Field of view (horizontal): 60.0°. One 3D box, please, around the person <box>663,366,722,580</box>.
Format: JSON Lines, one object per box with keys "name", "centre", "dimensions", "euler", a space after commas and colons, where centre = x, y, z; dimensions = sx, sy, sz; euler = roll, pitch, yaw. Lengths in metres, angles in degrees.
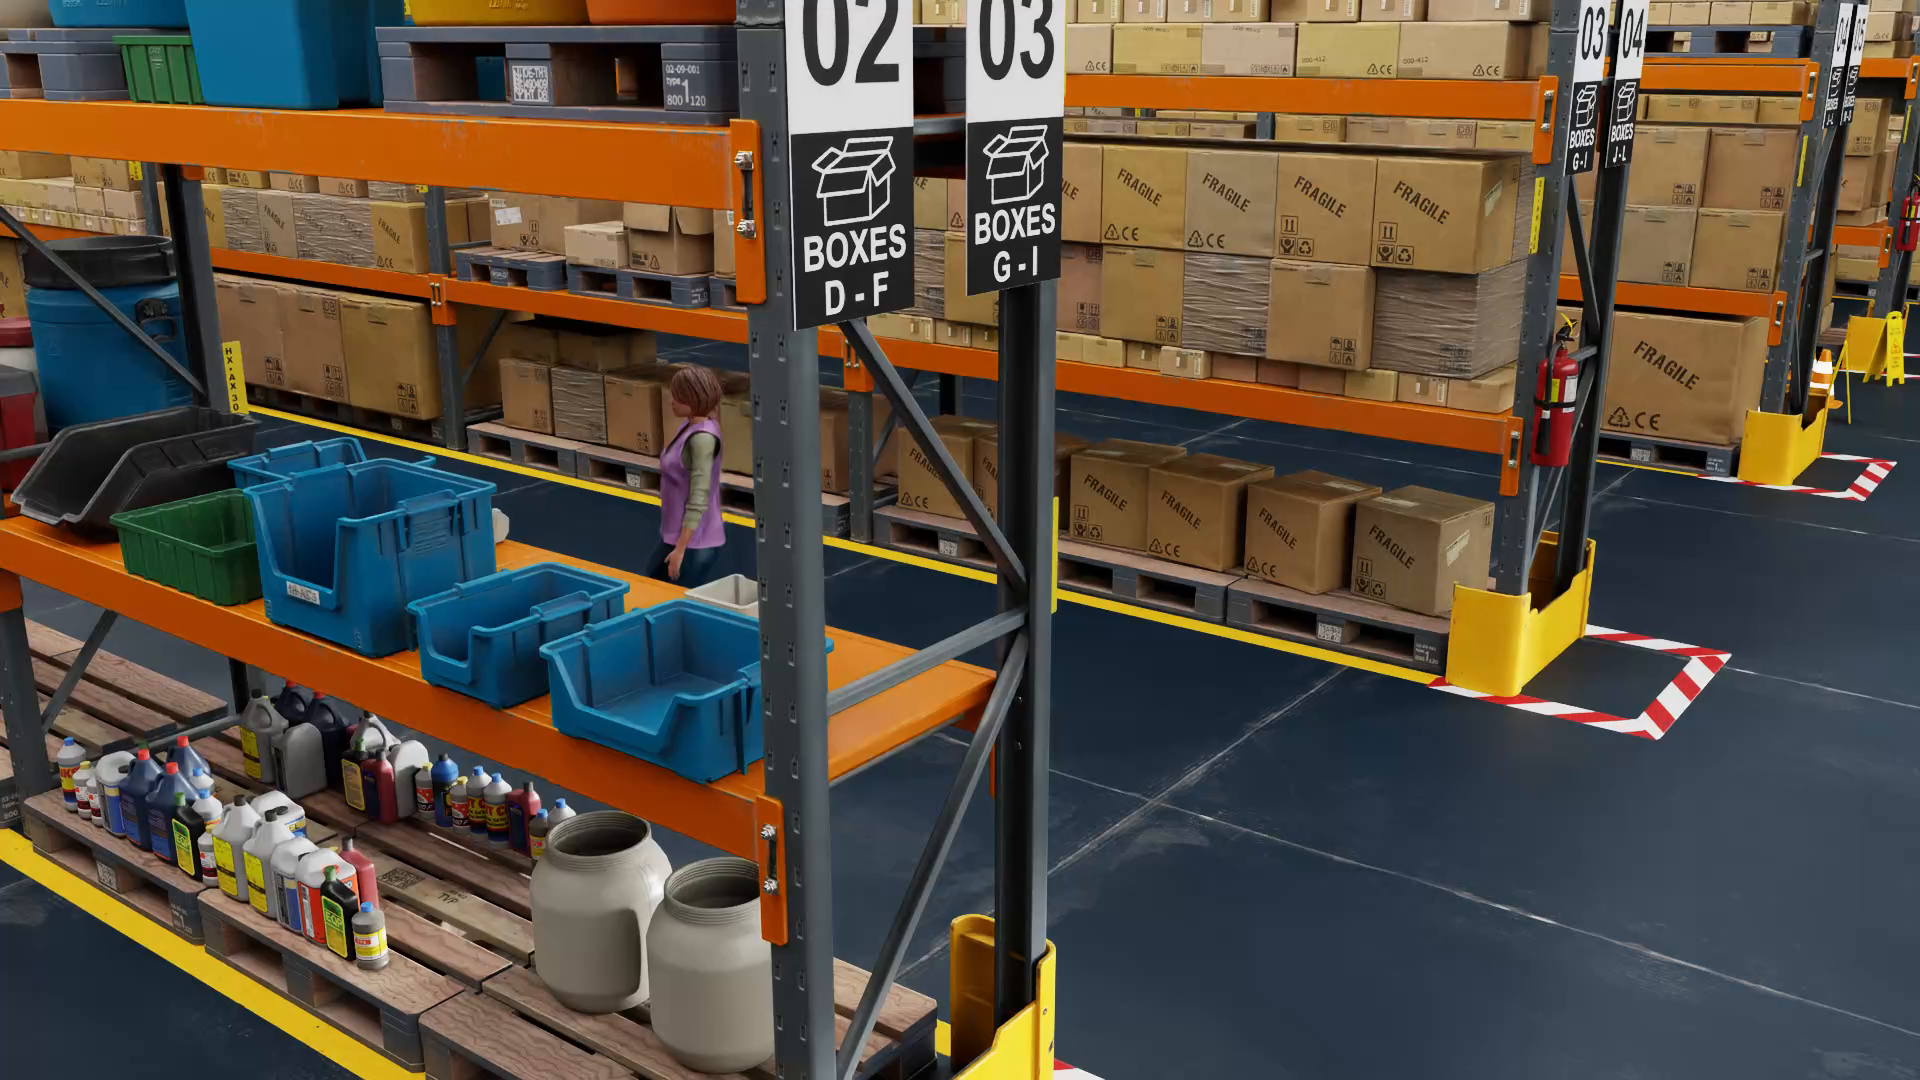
{"name": "person", "centre": [-1.214, 0.028, 7.448], "dimensions": [0.344, 1.595, 0.449], "euler": [-5, 17, -16]}
